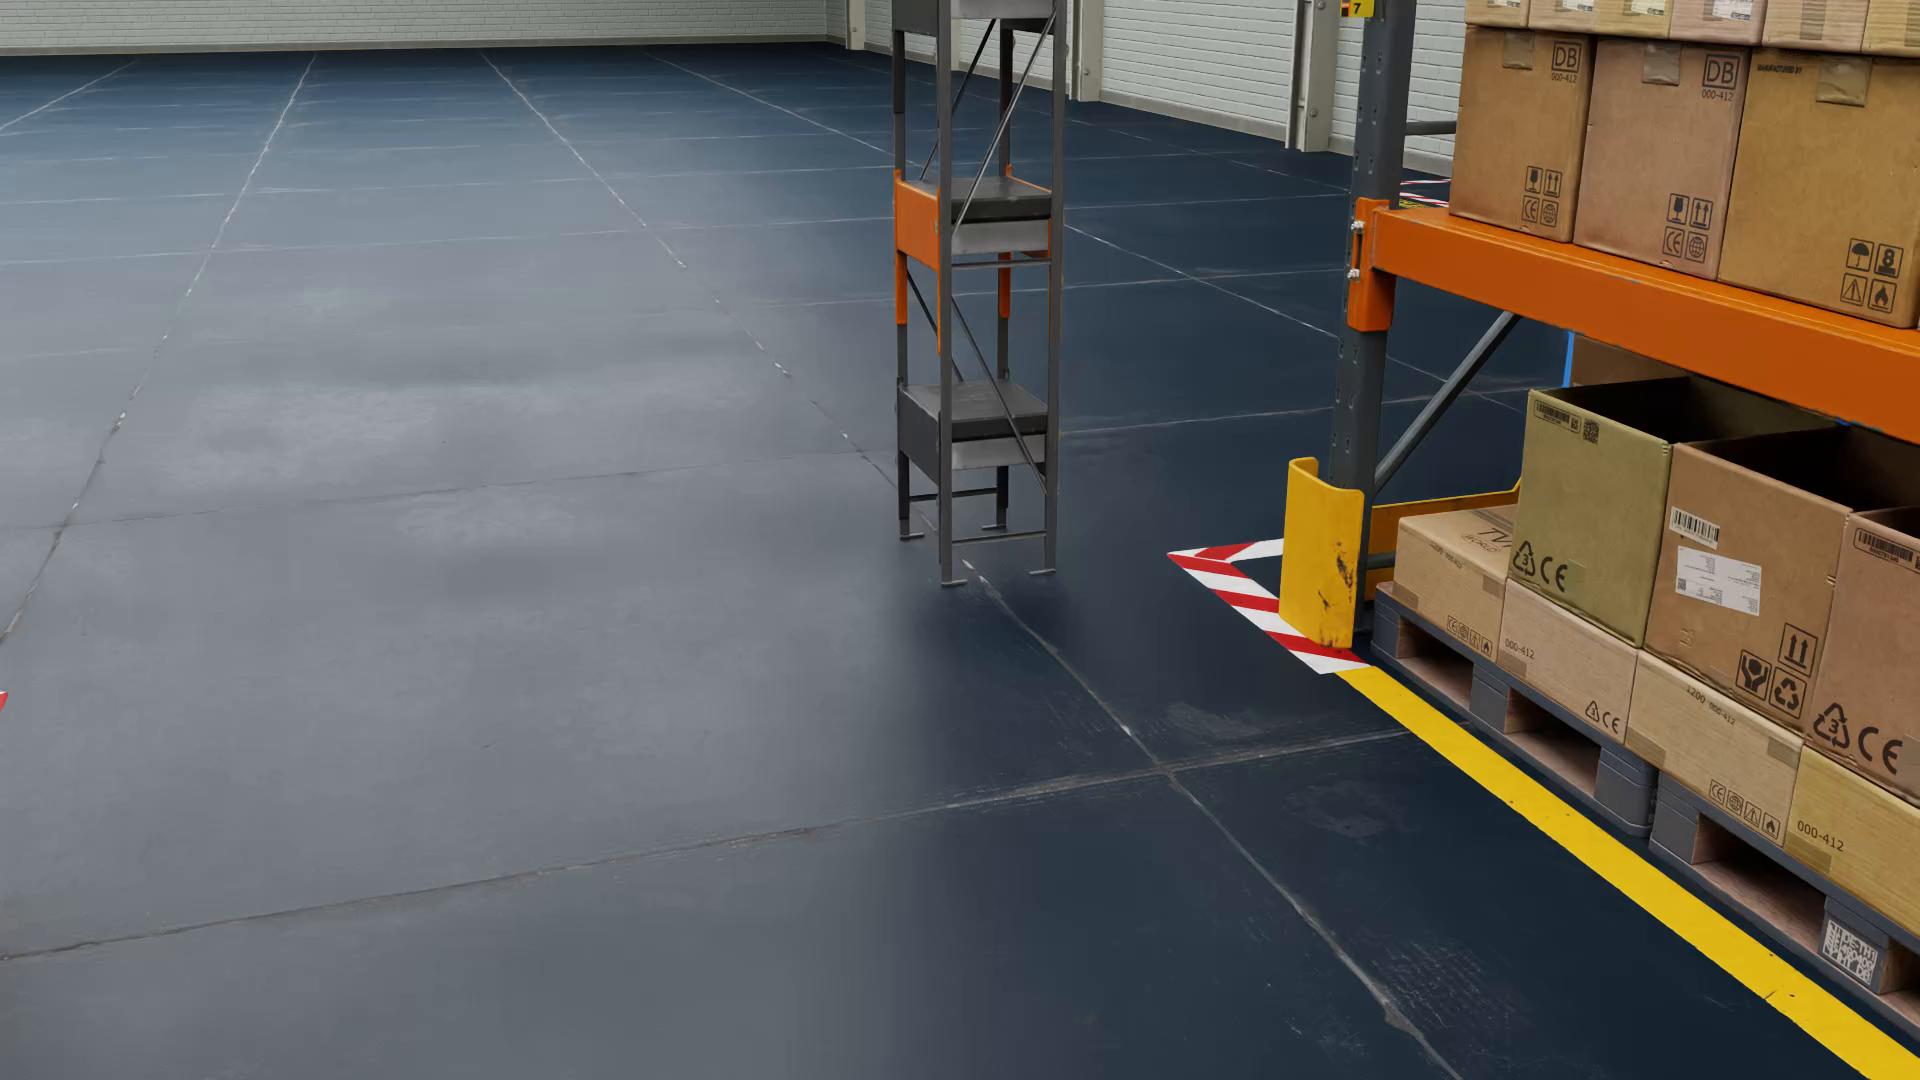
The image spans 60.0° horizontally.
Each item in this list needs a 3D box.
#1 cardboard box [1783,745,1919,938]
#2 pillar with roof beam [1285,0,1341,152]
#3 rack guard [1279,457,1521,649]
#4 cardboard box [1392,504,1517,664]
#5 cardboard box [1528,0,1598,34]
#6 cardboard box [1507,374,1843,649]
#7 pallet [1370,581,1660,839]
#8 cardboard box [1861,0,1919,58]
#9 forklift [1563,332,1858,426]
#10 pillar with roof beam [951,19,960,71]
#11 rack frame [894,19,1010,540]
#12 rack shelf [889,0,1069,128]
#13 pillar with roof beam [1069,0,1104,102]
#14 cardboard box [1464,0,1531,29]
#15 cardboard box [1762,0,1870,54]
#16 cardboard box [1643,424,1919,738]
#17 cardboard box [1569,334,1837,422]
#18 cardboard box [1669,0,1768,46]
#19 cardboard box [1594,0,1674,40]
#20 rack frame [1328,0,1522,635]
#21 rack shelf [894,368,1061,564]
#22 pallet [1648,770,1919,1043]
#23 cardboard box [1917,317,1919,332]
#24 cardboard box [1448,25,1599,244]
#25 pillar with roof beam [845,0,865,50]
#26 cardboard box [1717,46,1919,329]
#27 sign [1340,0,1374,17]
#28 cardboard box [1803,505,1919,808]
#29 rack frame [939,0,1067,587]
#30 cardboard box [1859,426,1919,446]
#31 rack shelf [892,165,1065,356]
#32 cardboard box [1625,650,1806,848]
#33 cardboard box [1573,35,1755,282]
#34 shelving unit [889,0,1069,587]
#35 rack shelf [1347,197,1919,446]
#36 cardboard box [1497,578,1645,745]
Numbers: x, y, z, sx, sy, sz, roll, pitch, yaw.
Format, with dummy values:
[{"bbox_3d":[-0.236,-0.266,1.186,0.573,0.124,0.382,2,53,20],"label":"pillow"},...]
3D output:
[{"bbox_3d":[2.034,0.587,3.291,0.500,0.250,0.500,-6,21,-17],"label":"cardboard box"},{"bbox_3d":[-0.509,-7.798,14.316,9.100,9.000,0.400,-6,21,-17],"label":"pillar with roof beam"},{"bbox_3d":[1.599,-0.018,5.227,1.175,0.500,0.348,-6,21,-17],"label":"rack guard"},{"bbox_3d":[1.564,0.105,4.632,0.500,0.250,0.500,-6,21,-17],"label":"cardboard box"},{"bbox_3d":[1.611,-1.306,4.007,0.380,0.149,0.250,-7,21,-19],"label":"cardboard box"},{"bbox_3d":[1.723,-0.087,4.059,0.500,0.500,0.500,-6,21,-17],"label":"cardboard box"},{"bbox_3d":[1.887,0.366,4.584,1.003,0.211,1.213,-6,21,-17],"label":"pallet"},{"bbox_3d":[1.932,-0.977,3.092,0.380,0.149,0.250,-7,21,-18],"label":"cardboard box"},{"bbox_3d":[3.603,-1.284,5.155,3.031,2.935,1.130,6,21,15],"label":"forklift"},{"bbox_3d":[-4.281,-11.649,25.037,9.100,9.000,0.400,-6,21,-17],"label":"pillar with roof beam"},{"bbox_3d":[-0.025,-1.013,5.632,0.400,2.100,0.015,-6,21,-17],"label":"rack frame"},{"bbox_3d":[0.052,-1.581,5.182,0.431,0.518,0.480,-6,21,-17],"label":"rack shelf"},{"bbox_3d":[-2.395,-9.724,19.677,9.100,9.000,0.400,-6,21,-17],"label":"pillar with roof beam"},{"bbox_3d":[1.525,-1.390,4.242,0.380,0.149,0.250,-7,21,-18],"label":"cardboard box"},{"bbox_3d":[1.852,-1.059,3.321,0.380,0.149,0.250,-7,21,-19],"label":"cardboard box"},{"bbox_3d":[1.892,0.072,3.616,0.500,0.500,0.500,-6,21,-17],"label":"cardboard box"},{"bbox_3d":[2.058,-0.303,4.659,0.500,0.500,0.500,-6,21,-17],"label":"cardboard box"},{"bbox_3d":[1.765,-1.144,3.558,0.380,0.149,0.250,-7,21,-18],"label":"cardboard box"},{"bbox_3d":[1.688,-1.226,3.784,0.380,0.149,0.250,-6,21,-17],"label":"cardboard box"},{"bbox_3d":[1.607,-1.187,4.783,1.000,3.000,0.127,-6,21,-17],"label":"rack frame"},{"bbox_3d":[0.052,-0.263,5.655,0.431,0.518,0.480,-6,21,-17],"label":"rack shelf"},{"bbox_3d":[2.266,0.757,3.496,1.003,0.211,1.213,-6,21,-17],"label":"pallet"},{"bbox_3d":[2.230,-0.586,2.963,0.700,0.500,0.500,-6,21,-16],"label":"cardboard box"},{"bbox_3d":[1.741,-1.083,4.345,0.700,0.500,0.500,-6,21,-17],"label":"cardboard box"},{"bbox_3d":[-6.167,-13.575,30.398,9.100,9.000,0.400,-6,21,-17],"label":"pillar with roof beam"},{"bbox_3d":[2.061,-0.755,3.432,0.700,0.500,0.500,-6,21,-17],"label":"cardboard box"},{"bbox_3d":[1.078,-1.574,4.465,0.100,0.325,0.005,-6,21,-17],"label":"sign"},{"bbox_3d":[2.033,0.234,3.164,0.500,0.500,0.500,-6,21,-17],"label":"cardboard box"},{"bbox_3d":[0.129,-0.857,5.196,0.400,2.100,0.015,-6,21,-17],"label":"rack frame"},{"bbox_3d":[2.386,0.017,3.770,0.500,0.500,0.500,-6,21,-17],"label":"cardboard box"},{"bbox_3d":[0.052,-0.922,5.418,0.431,0.518,0.480,-6,21,-17],"label":"rack shelf"},{"bbox_3d":[1.881,0.426,3.740,0.500,0.250,0.500,-6,21,-17],"label":"cardboard box"},{"bbox_3d":[1.911,-0.915,3.878,0.700,0.500,0.500,-6,21,-16],"label":"cardboard box"},{"bbox_3d":[0.052,-0.935,5.414,0.431,2.100,0.503,-6,21,-17],"label":"shelving unit"},{"bbox_3d":[2.235,-0.206,3.118,1.077,0.370,4.000,-6,21,-17],"label":"rack shelf"},{"bbox_3d":[1.725,0.265,4.186,0.500,0.250,0.500,-6,21,-17],"label":"cardboard box"}]
